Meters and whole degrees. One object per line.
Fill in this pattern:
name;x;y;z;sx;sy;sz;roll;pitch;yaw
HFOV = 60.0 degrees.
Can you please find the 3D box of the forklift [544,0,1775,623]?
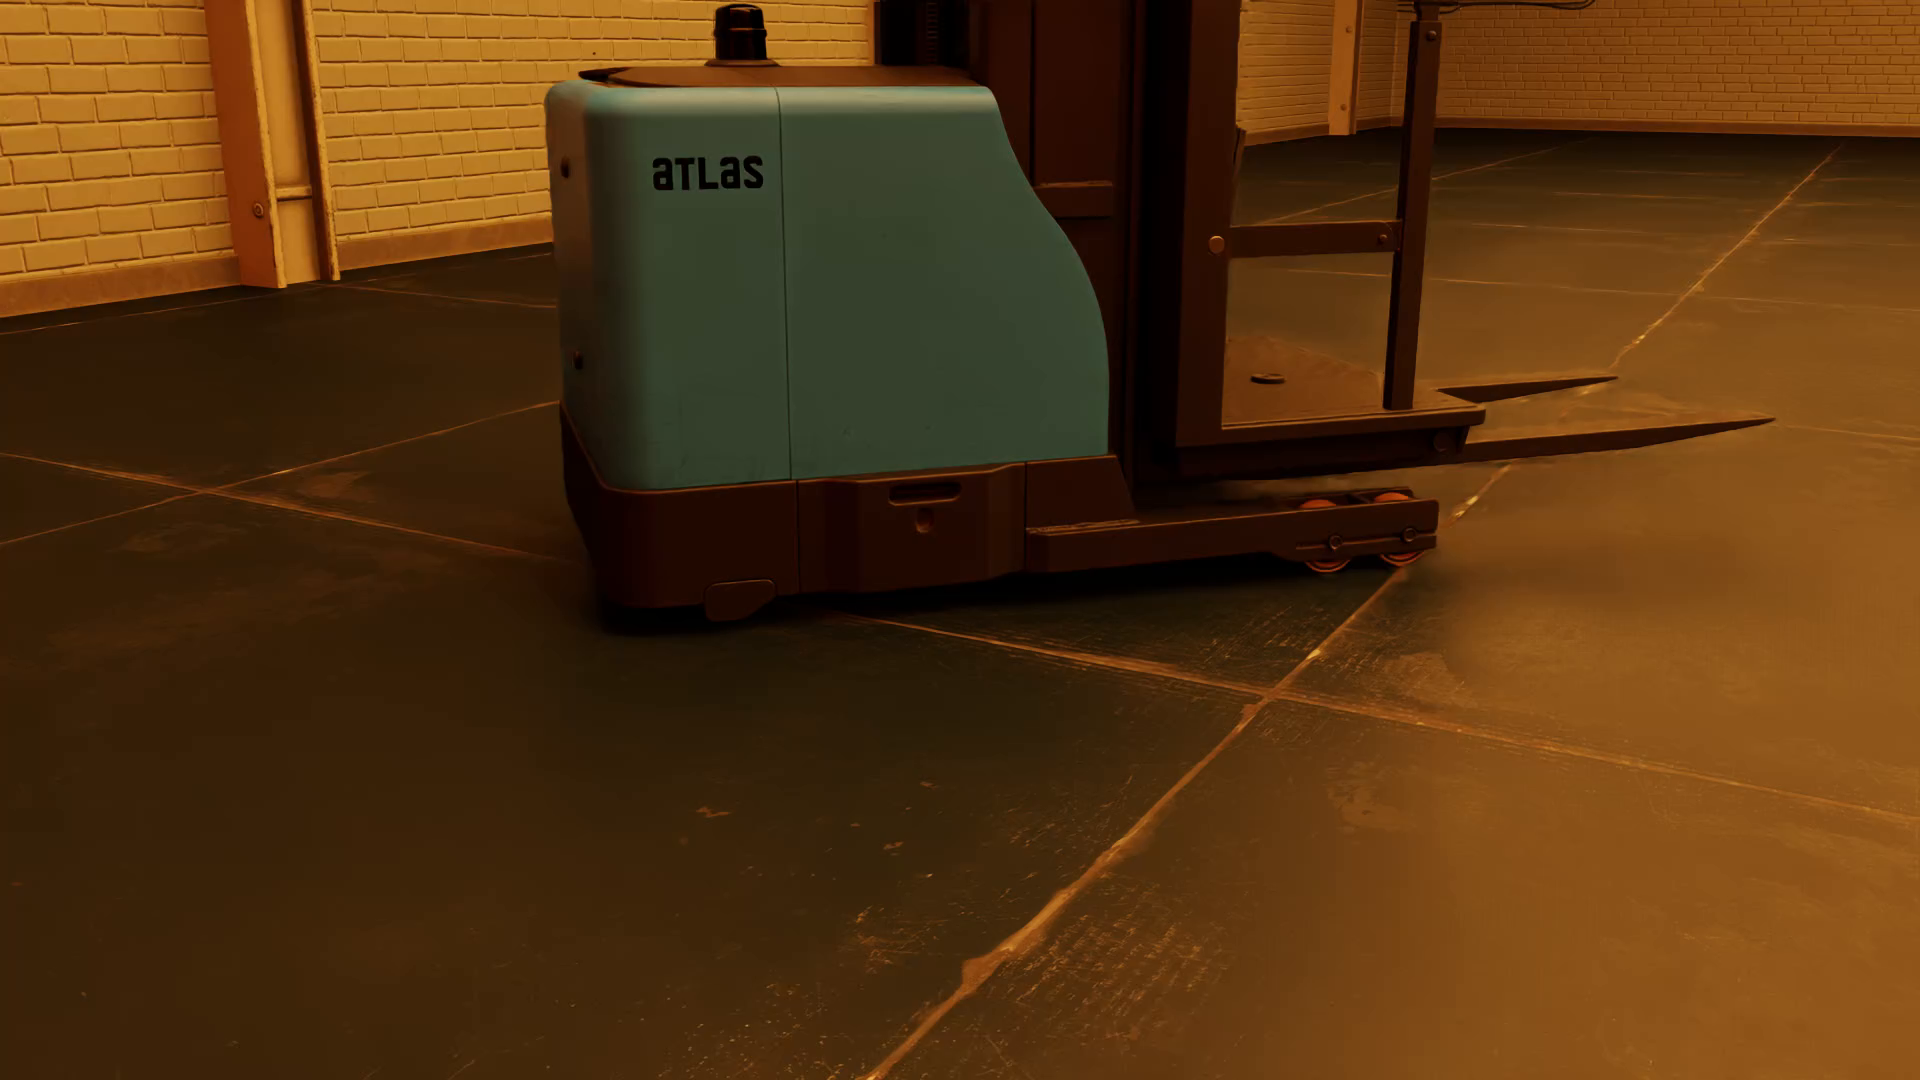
forklift;0.586;-1.466;3.831;3.031;2.935;1.130;-5;17;-17
